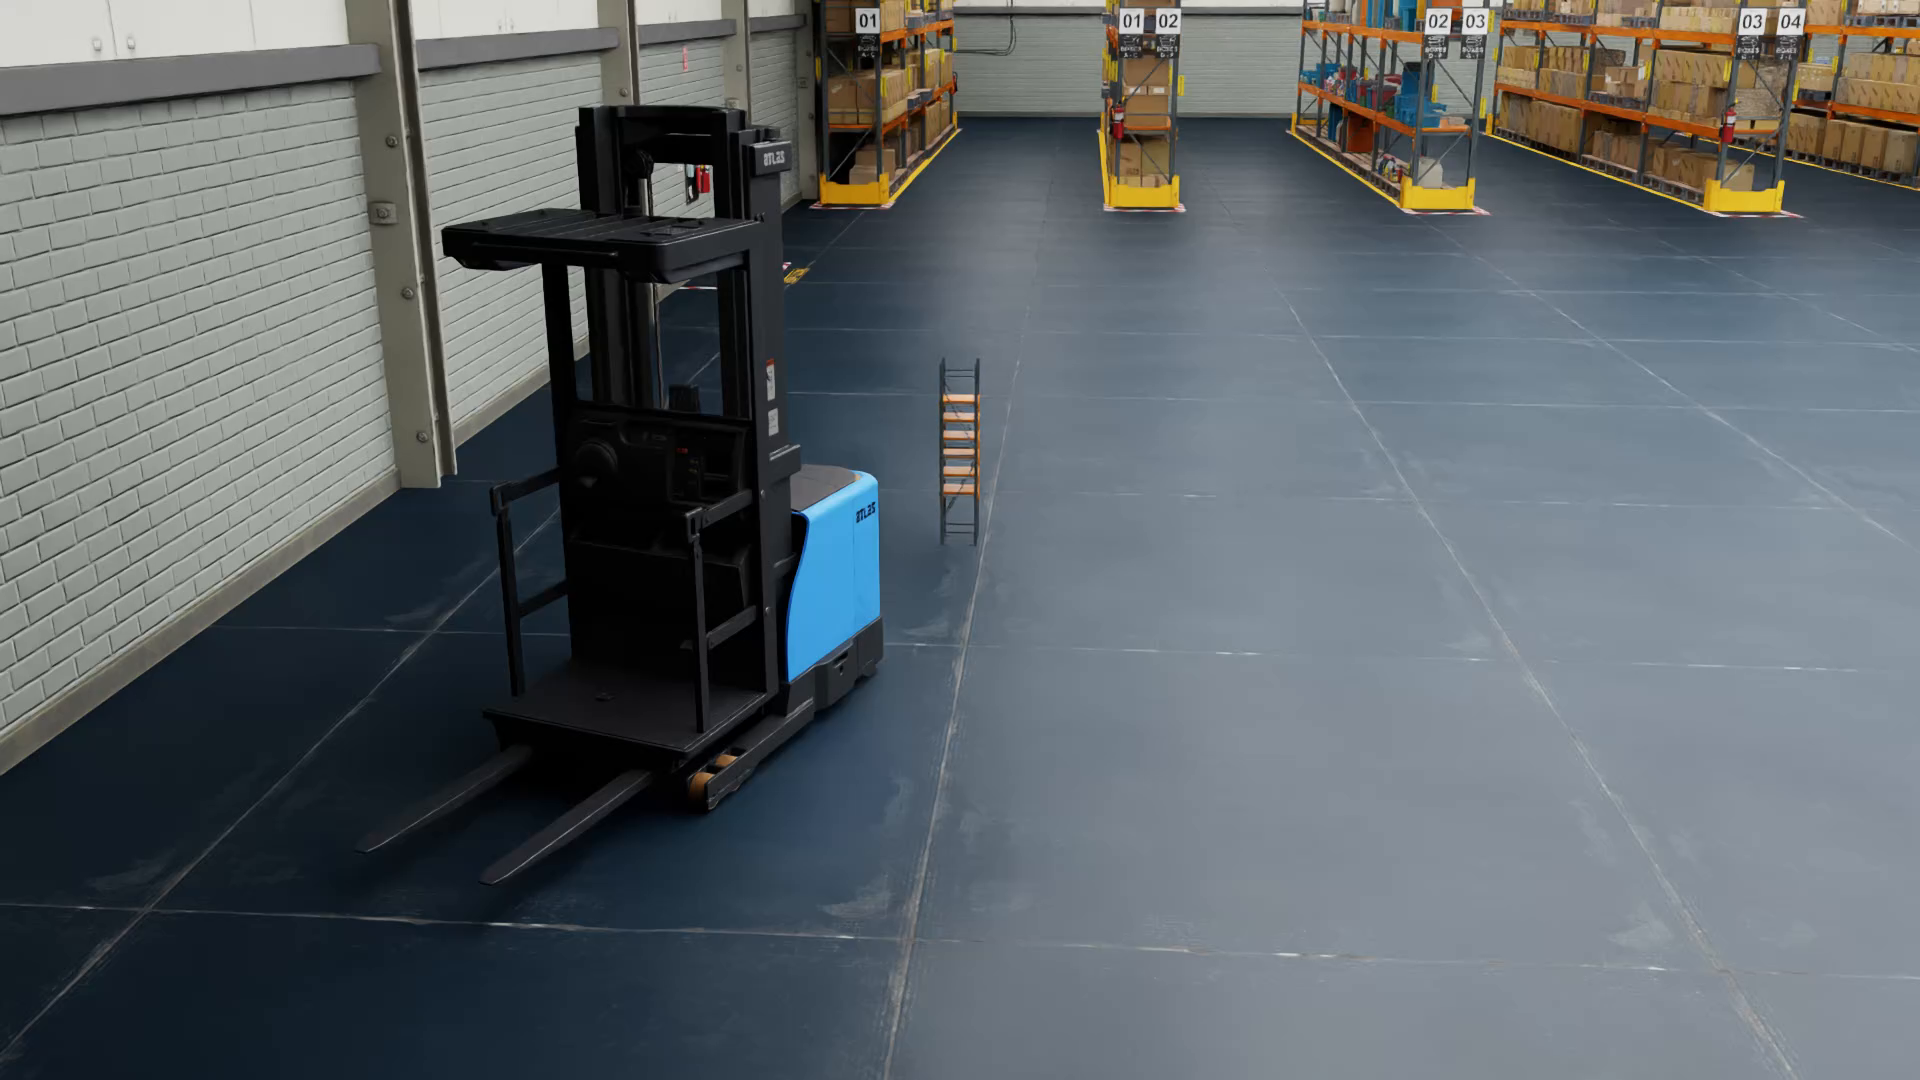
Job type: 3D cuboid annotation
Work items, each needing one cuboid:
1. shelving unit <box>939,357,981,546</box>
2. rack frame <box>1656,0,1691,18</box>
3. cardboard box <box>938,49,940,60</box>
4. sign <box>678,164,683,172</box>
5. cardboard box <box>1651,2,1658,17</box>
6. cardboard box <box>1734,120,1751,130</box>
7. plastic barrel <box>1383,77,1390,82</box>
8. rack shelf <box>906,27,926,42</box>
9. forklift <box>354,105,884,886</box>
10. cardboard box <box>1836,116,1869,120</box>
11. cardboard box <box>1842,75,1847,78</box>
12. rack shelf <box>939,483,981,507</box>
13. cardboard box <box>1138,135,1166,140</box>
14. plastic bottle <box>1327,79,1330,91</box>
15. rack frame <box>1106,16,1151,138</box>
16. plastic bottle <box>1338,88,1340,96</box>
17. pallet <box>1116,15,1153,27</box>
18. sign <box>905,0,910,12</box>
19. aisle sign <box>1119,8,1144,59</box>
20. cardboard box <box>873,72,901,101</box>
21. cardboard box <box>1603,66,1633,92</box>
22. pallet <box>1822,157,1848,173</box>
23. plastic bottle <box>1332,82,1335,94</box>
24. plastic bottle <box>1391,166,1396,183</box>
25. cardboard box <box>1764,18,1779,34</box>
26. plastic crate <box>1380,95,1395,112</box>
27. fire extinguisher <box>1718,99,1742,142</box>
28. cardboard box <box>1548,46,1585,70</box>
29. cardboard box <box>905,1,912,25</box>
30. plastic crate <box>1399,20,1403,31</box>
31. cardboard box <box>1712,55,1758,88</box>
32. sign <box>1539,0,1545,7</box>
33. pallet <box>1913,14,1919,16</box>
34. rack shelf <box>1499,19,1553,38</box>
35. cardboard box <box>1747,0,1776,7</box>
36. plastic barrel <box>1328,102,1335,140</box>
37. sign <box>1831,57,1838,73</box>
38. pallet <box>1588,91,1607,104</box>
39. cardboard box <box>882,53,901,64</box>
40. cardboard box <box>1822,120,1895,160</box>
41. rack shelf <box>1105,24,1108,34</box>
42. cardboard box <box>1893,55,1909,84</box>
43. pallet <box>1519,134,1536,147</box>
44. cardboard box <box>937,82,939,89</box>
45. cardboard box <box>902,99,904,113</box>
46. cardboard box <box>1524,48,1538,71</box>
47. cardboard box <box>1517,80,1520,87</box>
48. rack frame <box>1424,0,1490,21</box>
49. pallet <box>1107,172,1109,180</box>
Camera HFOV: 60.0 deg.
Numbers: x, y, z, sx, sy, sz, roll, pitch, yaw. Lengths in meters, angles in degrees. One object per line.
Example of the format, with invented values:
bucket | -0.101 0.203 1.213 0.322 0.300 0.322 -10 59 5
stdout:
shelving unit | -0.001 -0.566 10.722 0.258 1.200 0.189 1 18 4
rack frame | 13.283 -10.983 29.990 1.000 3.000 0.127 1 18 4
cardboard box | -0.744 -11.353 38.878 0.500 0.250 0.500 2 18 5
sign | -3.426 -4.676 20.318 0.001 0.329 0.234 1 18 4
cardboard box | 13.251 -9.988 31.311 0.396 0.266 0.258 2 18 6
cardboard box | 12.811 -6.864 27.456 0.380 0.149 0.250 1 18 4
plastic barrel | 8.769 -9.214 34.046 0.421 0.512 0.421 0 18 0
rack shelf | -1.395 -10.169 33.477 1.077 0.370 4.000 1 18 4
forklift | -1.461 -0.358 7.308 1.130 2.935 3.031 8 20 22
cardboard box | 18.801 -8.809 35.126 0.500 0.250 0.500 0 18 1
cardboard box | 18.762 -9.684 34.911 0.380 0.149 0.250 2 18 7
rack shelf | -0.001 -0.295 10.811 0.258 0.103 0.180 1 18 4
cardboard box | 3.508 -7.145 30.447 0.500 0.500 0.500 1 18 4
plastic bottle | 8.441 -10.382 37.997 0.097 0.271 0.097 0 18 0
rack frame | 3.976 -10.839 39.186 1.000 3.000 0.127 1 18 4
plastic bottle | 8.311 -9.784 36.285 0.097 0.201 0.097 0 18 0
pallet | 3.367 -9.472 30.339 1.003 0.211 1.213 1 18 4
sign | -0.997 -10.125 31.359 0.100 0.325 0.005 1 18 4
aisle sign | 2.818 -8.334 27.364 0.394 0.787 0.004 1 18 4
cardboard box | -1.341 -8.294 30.421 0.500 0.500 0.500 1 18 2
cardboard box | 13.571 -9.453 34.120 0.500 0.500 0.500 -1 18 -3
pallet | 18.378 -7.664 33.974 1.003 0.211 1.213 1 18 4
plastic bottle | 8.378 -10.106 37.154 0.097 0.271 0.097 0 18 0
plastic bottle | 7.741 -6.536 29.708 0.061 0.283 0.133 2 18 5
cardboard box | 13.289 -8.388 27.128 0.500 0.250 0.500 2 18 6
plastic crate | 8.178 -8.054 30.784 0.767 0.338 0.504 1 18 4
fire extinguisher | 12.528 -6.828 27.068 0.296 0.674 0.183 1 18 4
cardboard box | 13.819 -10.943 37.729 0.797 0.503 0.637 1 18 2
cardboard box | -1.437 -10.790 34.019 0.797 0.503 0.637 4 19 12
plastic crate | 7.958 -9.084 29.351 0.336 0.188 0.450 1 18 4
cardboard box | 12.789 -7.730 27.454 0.500 0.500 0.500 1 18 4
sign | 13.303 -12.338 37.984 0.100 0.325 0.005 1 18 4
pallet | 23.985 -12.791 40.466 1.003 0.211 1.213 1 18 4
rack shelf | 14.000 -12.322 40.048 1.077 0.370 4.000 1 18 4
cardboard box | 13.372 -9.197 27.915 0.500 0.500 0.500 1 18 4
plastic barrel | 8.860 -9.761 38.591 0.600 0.901 0.708 1 18 4
sign | 17.968 -9.754 34.142 0.100 0.325 0.005 1 18 4
pallet | 13.625 -9.060 34.063 1.213 0.211 1.003 1 18 4
cardboard box | -1.478 -10.408 35.994 0.500 0.250 0.500 2 18 5
cardboard box | 18.376 -8.176 33.996 1.050 0.750 0.750 1 18 3
rack shelf | 4.119 -12.544 40.726 1.077 0.370 4.000 1 18 4
cardboard box | 18.324 -8.984 31.757 0.700 0.500 0.500 1 18 4
pallet | 13.989 -9.526 39.657 1.003 0.211 1.213 1 18 4
cardboard box | -0.702 -10.649 38.975 0.380 0.149 0.250 2 18 5
cardboard box | -1.314 -8.094 31.016 0.500 0.250 0.500 1 18 4
cardboard box | 13.663 -11.348 39.296 0.500 0.500 0.500 1 18 4
cardboard box | 13.643 -10.999 40.076 0.380 0.149 0.250 1 18 3
rack frame | 8.056 -9.851 26.536 1.000 3.000 0.127 1 18 4
pallet | 3.416 -7.259 32.738 1.003 0.211 1.213 1 18 4
